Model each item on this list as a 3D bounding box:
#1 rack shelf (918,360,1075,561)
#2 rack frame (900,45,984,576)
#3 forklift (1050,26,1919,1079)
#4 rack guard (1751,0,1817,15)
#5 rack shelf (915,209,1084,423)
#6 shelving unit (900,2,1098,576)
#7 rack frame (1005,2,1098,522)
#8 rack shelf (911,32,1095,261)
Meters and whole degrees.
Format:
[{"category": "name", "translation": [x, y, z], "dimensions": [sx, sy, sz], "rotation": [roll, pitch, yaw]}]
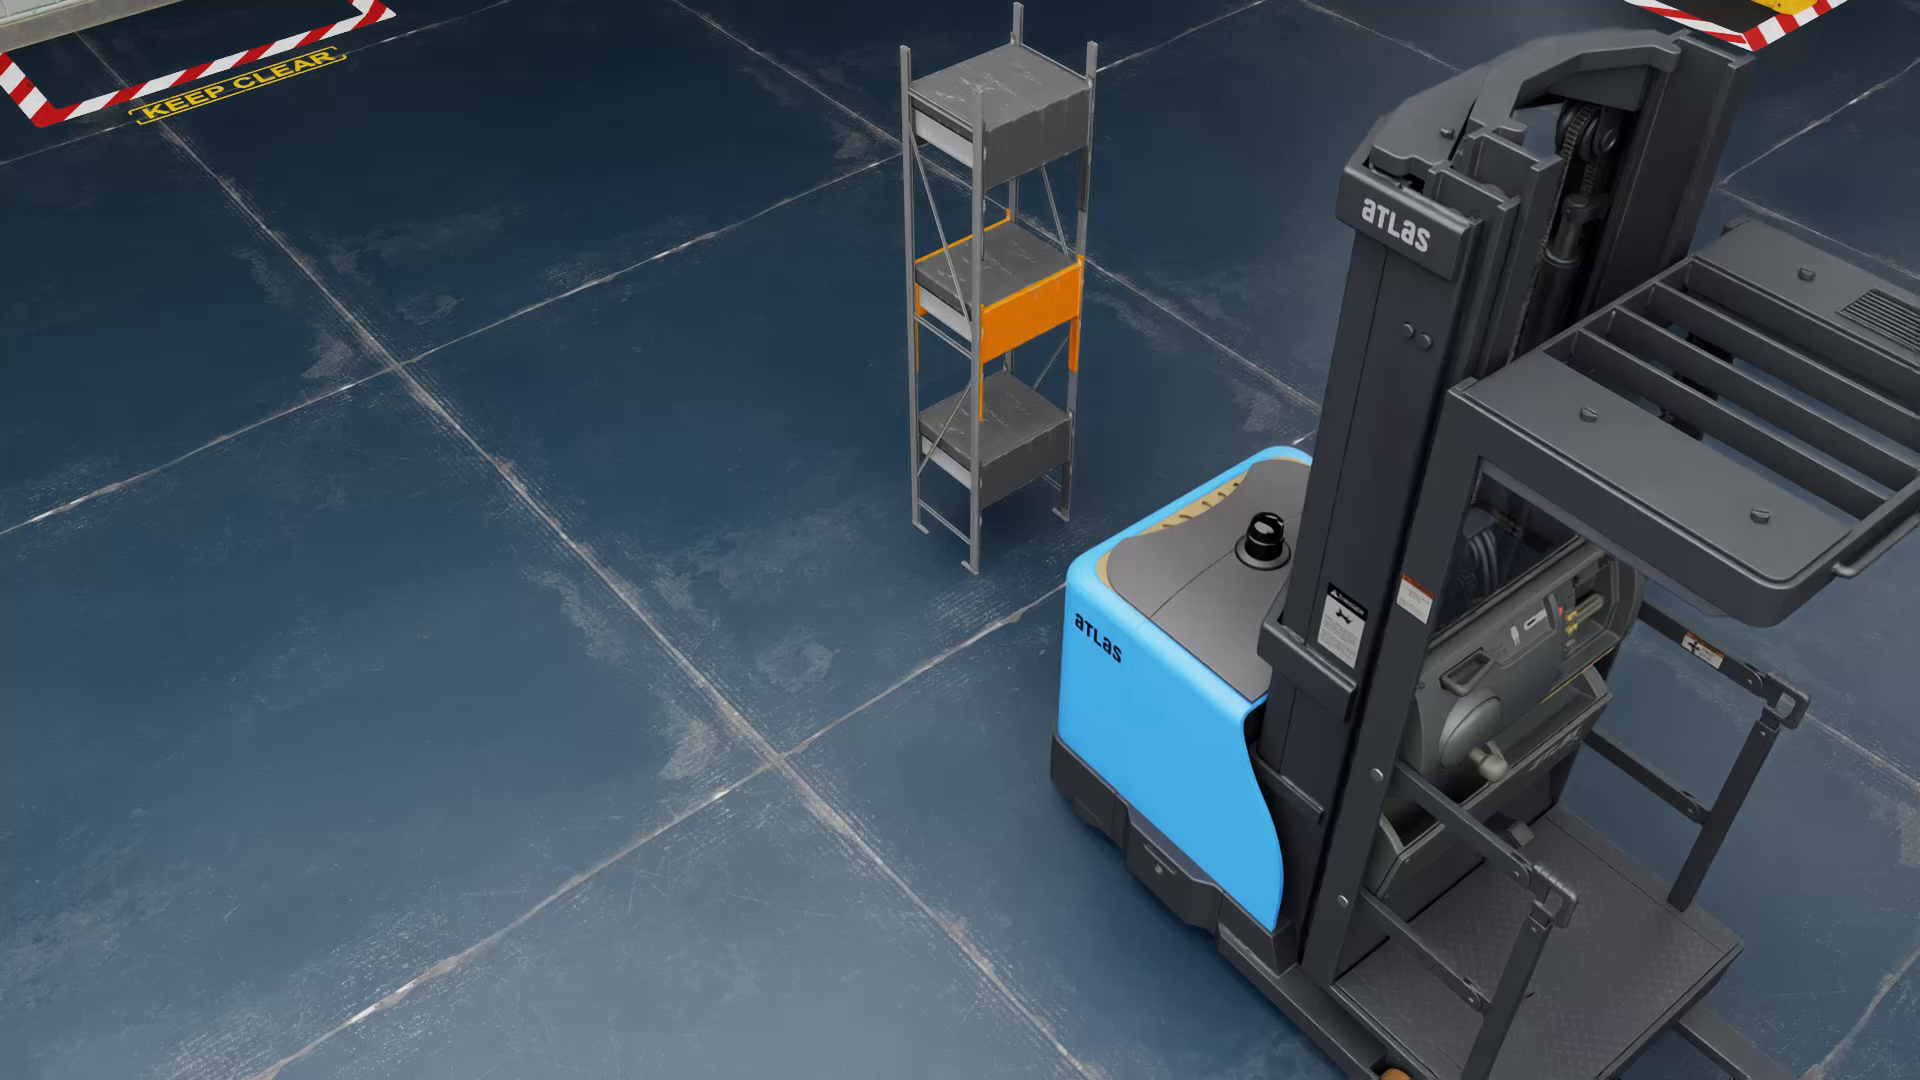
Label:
[{"category": "rack shelf", "translation": [0.127, -0.318, 6.597], "dimensions": [0.480, 0.518, 0.431], "rotation": [-30, 51, -28]}, {"category": "rack frame", "translation": [-0.060, -0.731, 5.994], "dimensions": [0.015, 2.100, 0.400], "rotation": [-30, 51, -28]}, {"category": "forklift", "translation": [1.624, 0.370, 4.215], "dimensions": [1.130, 2.935, 3.031], "rotation": [-29, 50, -27]}, {"category": "rack guard", "translation": [4.832, -3.758, 10.387], "dimensions": [0.348, 0.500, 1.175], "rotation": [-30, 51, -28]}, {"category": "rack shelf", "translation": [0.127, -0.828, 6.118], "dimensions": [0.480, 0.518, 0.431], "rotation": [-30, 51, -28]}, {"category": "shelving unit", "translation": [0.127, -0.838, 6.109], "dimensions": [0.503, 2.100, 0.431], "rotation": [-30, 51, -28]}, {"category": "rack frame", "translation": [0.314, -0.945, 6.223], "dimensions": [0.015, 2.100, 0.400], "rotation": [-30, 51, -28]}, {"category": "rack shelf", "translation": [0.127, -1.338, 5.639], "dimensions": [0.480, 0.518, 0.431], "rotation": [-30, 51, -28]}]
